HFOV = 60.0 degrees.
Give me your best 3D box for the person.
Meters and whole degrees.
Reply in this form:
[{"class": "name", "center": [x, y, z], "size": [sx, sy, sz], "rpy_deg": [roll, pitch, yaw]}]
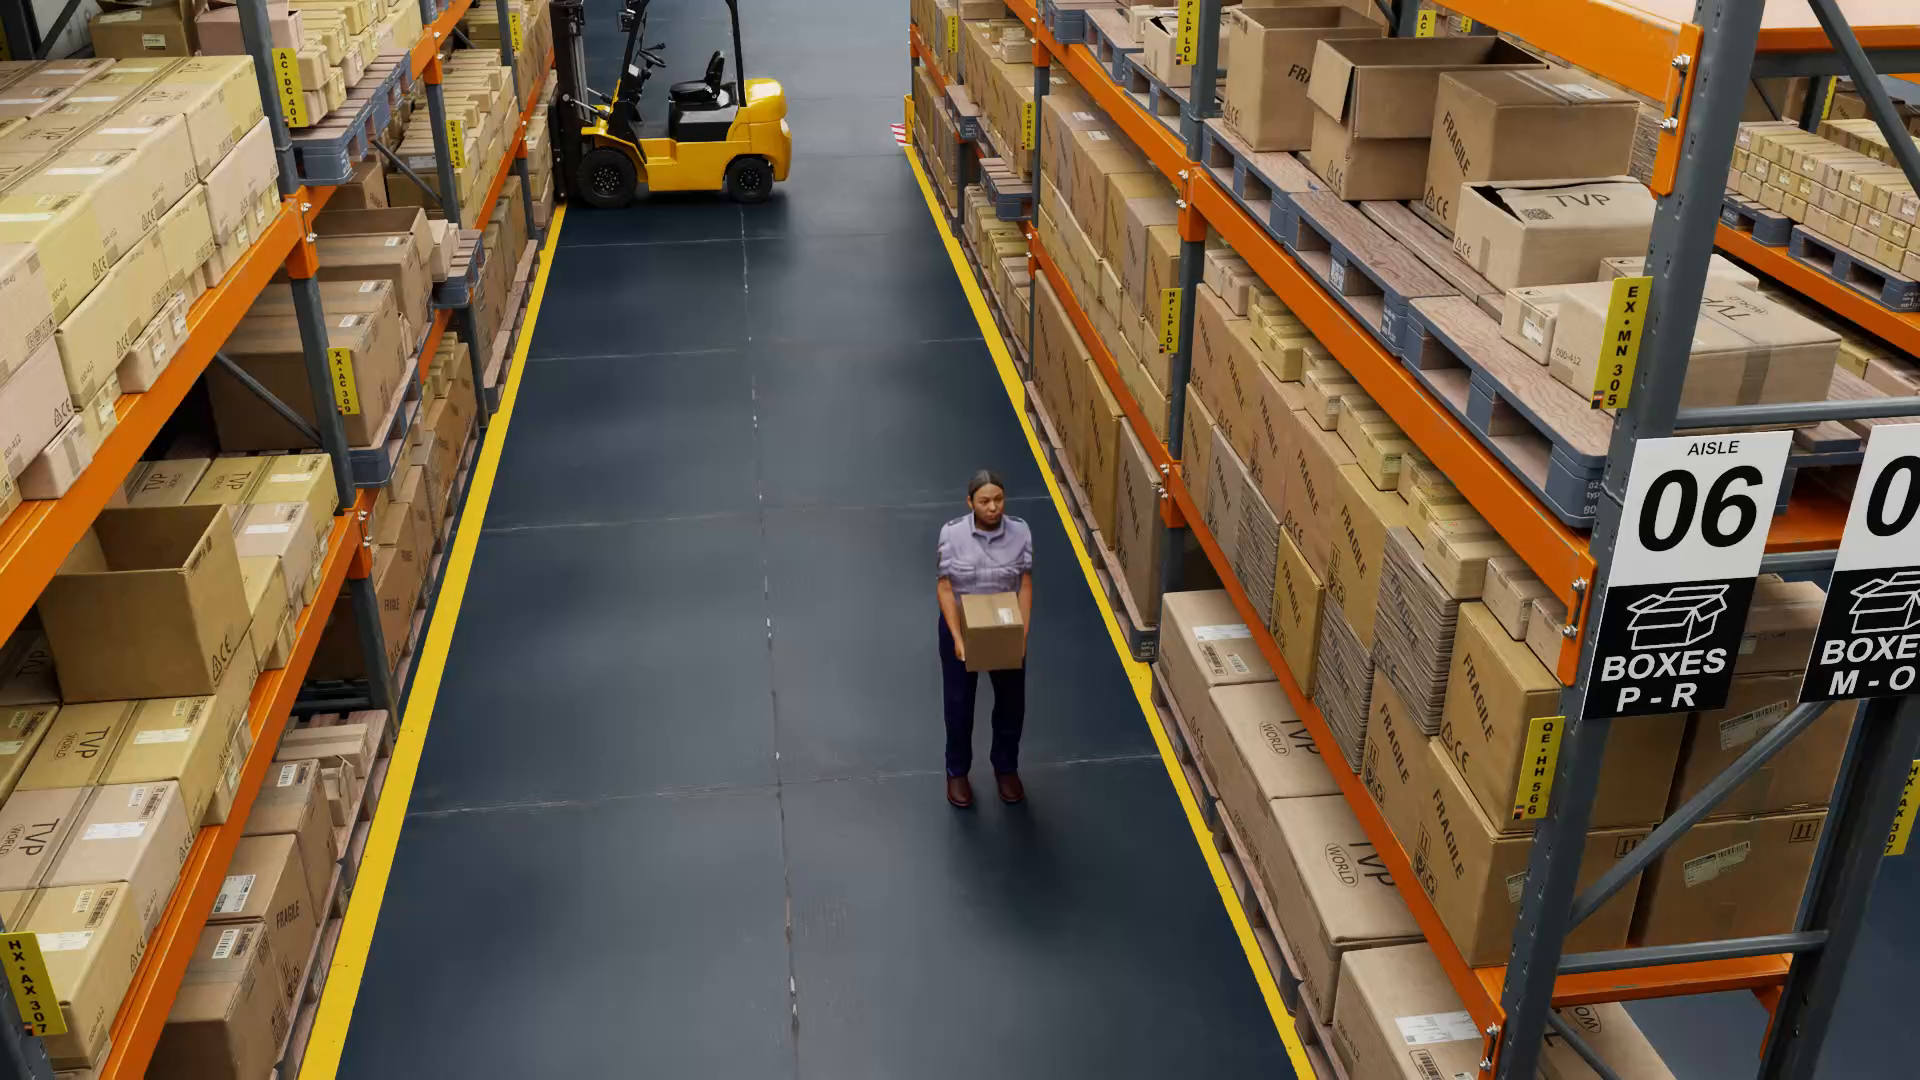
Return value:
[{"class": "person", "center": [0.123, 0.483, 7.712], "size": [0.452, 1.640, 0.517], "rpy_deg": [-3, 27, -6]}]
